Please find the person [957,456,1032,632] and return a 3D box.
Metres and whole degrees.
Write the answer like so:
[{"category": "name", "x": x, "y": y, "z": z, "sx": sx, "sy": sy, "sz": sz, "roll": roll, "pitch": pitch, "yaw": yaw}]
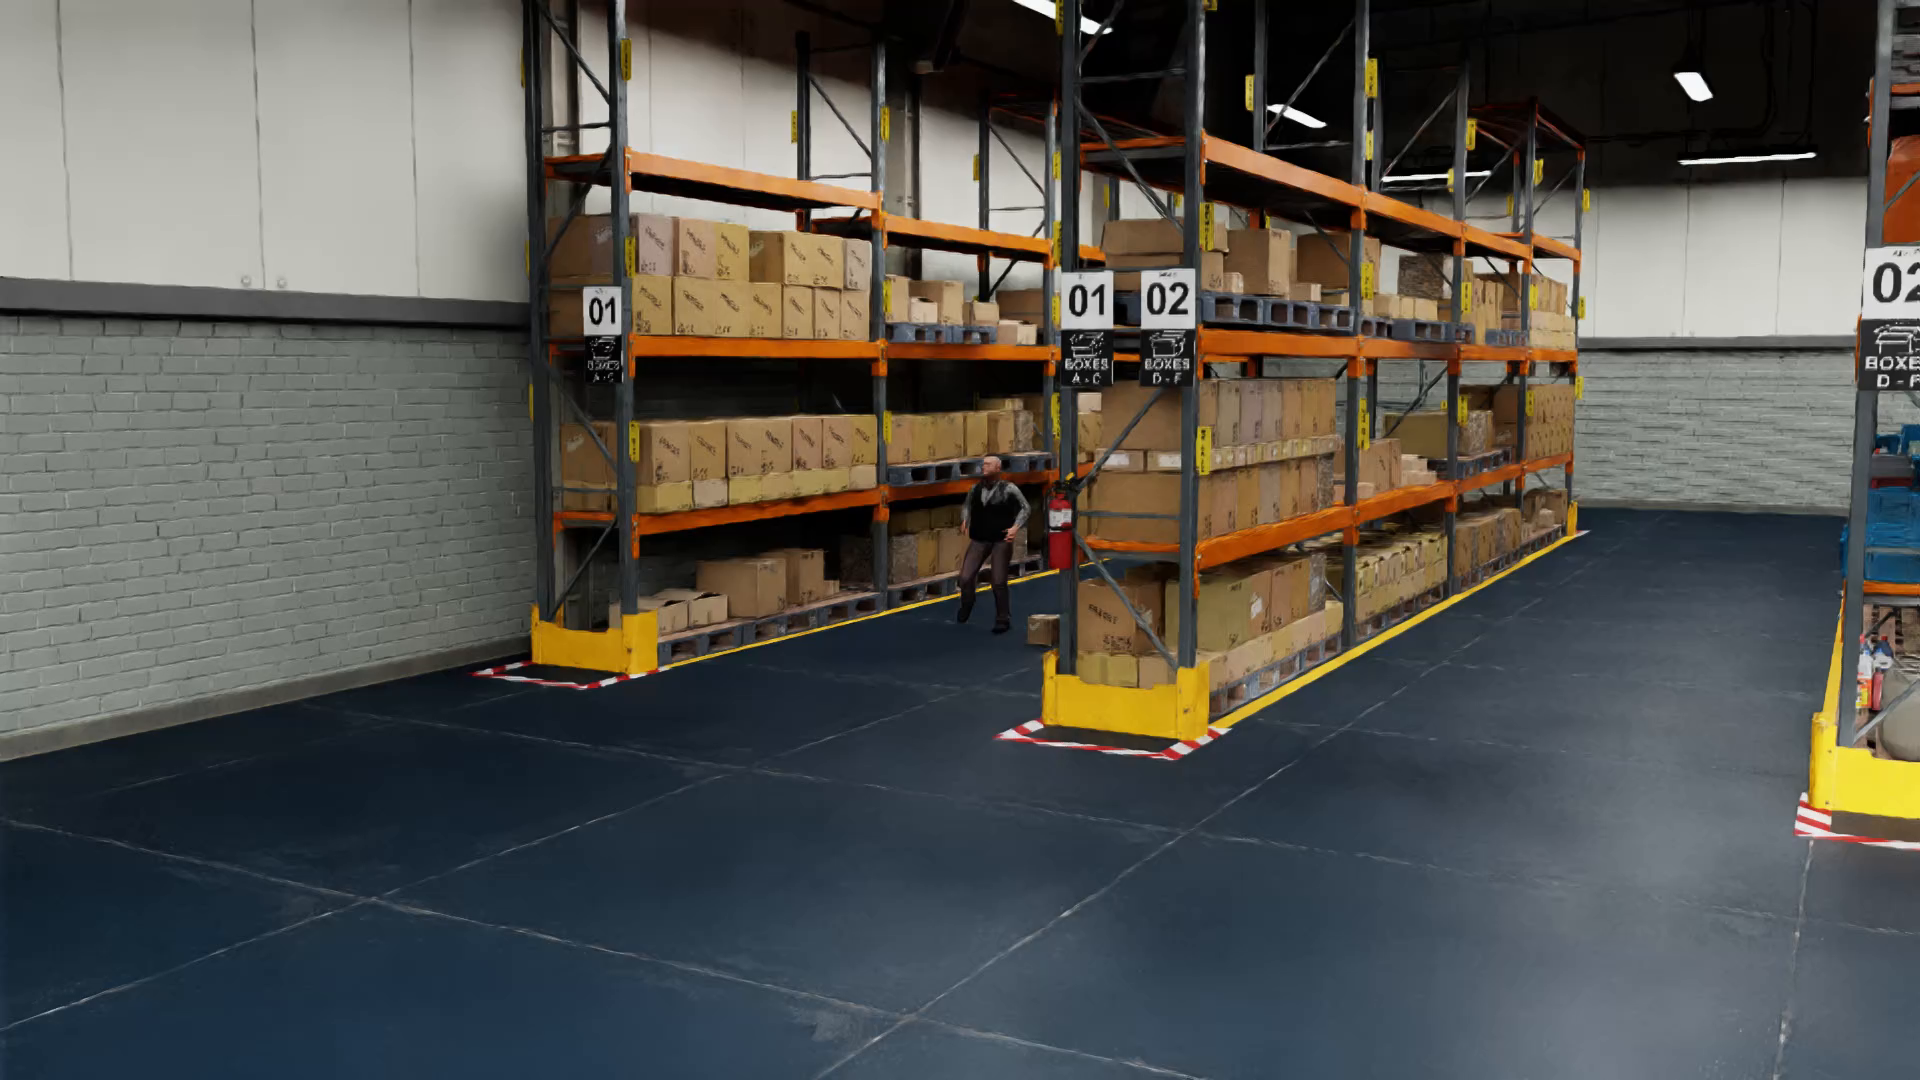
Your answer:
[{"category": "person", "x": 0.293, "y": 0.031, "z": 16.119, "sx": 0.772, "sy": 1.692, "sz": 0.491, "roll": 2, "pitch": 6, "yaw": 21}]
